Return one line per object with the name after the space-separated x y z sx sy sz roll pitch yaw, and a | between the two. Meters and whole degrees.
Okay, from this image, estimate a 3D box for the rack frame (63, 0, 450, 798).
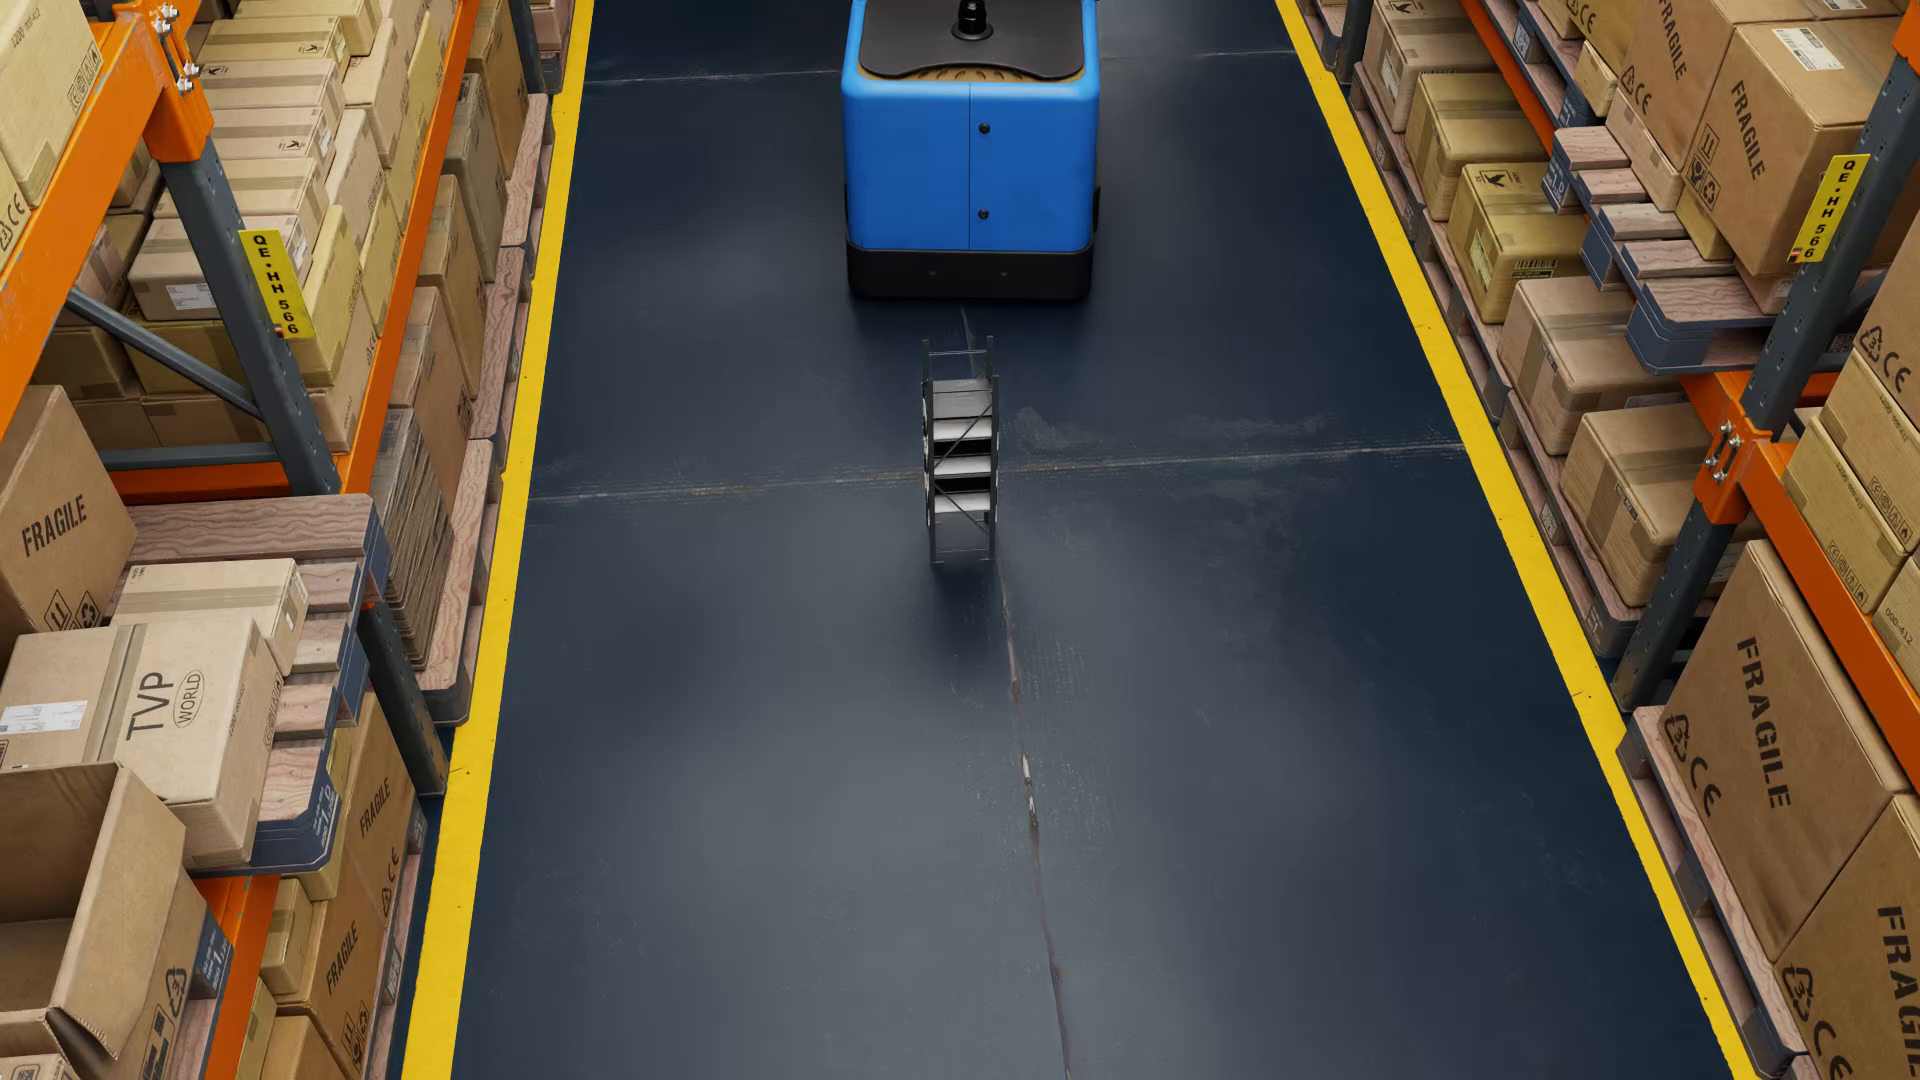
-2.192 -0.205 4.379 1.000 3.000 0.127 -3 47 -3 | rack frame

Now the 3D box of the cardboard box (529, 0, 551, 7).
-2.260 -2.839 8.133 0.500 0.250 0.500 -4 47 -3 | cardboard box

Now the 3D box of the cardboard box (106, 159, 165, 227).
-2.552 -1.004 4.894 0.500 0.250 0.500 -3 47 -3 | cardboard box

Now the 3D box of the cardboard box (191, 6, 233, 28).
-2.625 -1.731 5.582 0.500 0.250 0.500 -4 47 -4 | cardboard box

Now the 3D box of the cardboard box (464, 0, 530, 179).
-2.472 -2.050 7.472 0.875 0.625 0.625 -2 47 -2 | cardboard box

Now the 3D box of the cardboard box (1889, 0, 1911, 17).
2.896 -1.507 5.048 0.500 0.500 0.500 -1 47 -1 | cardboard box

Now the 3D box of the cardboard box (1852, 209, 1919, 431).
2.551 -0.516 3.915 0.500 0.500 0.500 -5 47 -5 | cardboard box

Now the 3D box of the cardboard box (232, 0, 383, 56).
-2.044 -1.645 5.226 0.380 0.149 0.250 -3 47 -2 | cardboard box

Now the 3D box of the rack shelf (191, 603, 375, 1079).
-2.025 1.489 3.269 1.077 0.370 4.000 -3 47 -3 | rack shelf

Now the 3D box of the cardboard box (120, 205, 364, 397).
-1.961 -0.663 4.571 0.500 0.250 0.500 -4 47 -3 | cardboard box

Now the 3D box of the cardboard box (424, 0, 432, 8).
-2.144 -2.138 5.968 0.500 0.250 0.500 -3 47 -3 | cardboard box

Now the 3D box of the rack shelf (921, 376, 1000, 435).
0.001 -0.466 5.746 0.258 0.077 0.200 -3 47 -3 | rack shelf

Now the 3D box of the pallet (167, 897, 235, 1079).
-2.025 1.267 3.116 1.003 0.211 1.213 -3 47 -3 | pallet

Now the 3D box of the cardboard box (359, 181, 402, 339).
-2.023 -0.854 5.096 0.500 0.250 0.500 -4 47 -4 | cardboard box

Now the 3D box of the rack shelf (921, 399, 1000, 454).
0.001 -0.404 5.811 0.258 0.077 0.200 -3 47 -3 | rack shelf

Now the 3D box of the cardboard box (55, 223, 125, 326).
-2.421 -0.686 4.318 0.380 0.149 0.250 -2 47 -2 | cardboard box

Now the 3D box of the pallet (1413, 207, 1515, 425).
2.591 -0.997 7.049 1.003 0.211 1.213 -3 47 -3 | pallet

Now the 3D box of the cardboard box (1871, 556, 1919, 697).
2.604 0.282 4.021 0.500 0.250 0.500 -5 47 -4 | cardboard box

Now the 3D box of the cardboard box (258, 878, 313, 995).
-1.867 1.017 4.206 0.380 0.149 0.250 -5 47 -5 | cardboard box

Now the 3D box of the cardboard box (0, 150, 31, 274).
-1.865 -0.465 2.662 0.500 0.250 0.500 -3 47 -3 | cardboard box

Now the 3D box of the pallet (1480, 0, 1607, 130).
2.547 -1.874 6.091 1.003 0.211 1.213 -3 47 -3 | pallet

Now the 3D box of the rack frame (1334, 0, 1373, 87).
2.419 -3.404 7.408 1.000 3.000 0.127 -3 47 -3 | rack frame

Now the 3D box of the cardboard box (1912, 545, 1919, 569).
2.592 0.126 3.824 0.500 0.250 0.500 -2 47 -2 | cardboard box

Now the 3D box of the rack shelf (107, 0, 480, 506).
-2.360 -1.405 6.010 1.077 0.370 4.000 -3 47 -3 | rack shelf

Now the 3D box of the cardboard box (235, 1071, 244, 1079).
-1.869 1.392 3.852 0.380 0.149 0.250 -4 47 -4 | cardboard box

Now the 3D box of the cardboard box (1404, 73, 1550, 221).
2.529 -1.745 7.358 0.950 0.372 0.625 -1 47 -1 | cardboard box

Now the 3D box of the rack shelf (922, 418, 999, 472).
0.001 -0.343 5.877 0.258 0.077 0.200 -3 47 -3 | rack shelf

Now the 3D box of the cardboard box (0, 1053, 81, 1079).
-1.784 1.204 2.686 0.700 0.500 0.500 -4 47 -3 | cardboard box

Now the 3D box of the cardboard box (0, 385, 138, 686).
-2.305 -0.002 3.828 0.500 0.500 0.500 -2 47 -1 | cardboard box

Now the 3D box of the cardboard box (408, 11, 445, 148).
-2.115 -1.602 5.804 0.500 0.250 0.500 -2 47 -2 | cardboard box

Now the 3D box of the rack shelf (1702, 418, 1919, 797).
2.921 1.185 3.558 1.077 0.370 4.000 -3 47 -3 | rack shelf

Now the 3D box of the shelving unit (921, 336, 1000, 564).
0.001 -0.304 5.918 0.258 0.900 0.210 -3 47 -3 | shelving unit

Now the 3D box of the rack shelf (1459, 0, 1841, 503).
2.586 -1.709 6.298 1.077 0.370 4.000 -3 47 -3 | rack shelf

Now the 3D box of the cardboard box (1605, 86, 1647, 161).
2.318 -1.342 5.339 0.380 0.149 0.250 -5 47 -5 | cardboard box

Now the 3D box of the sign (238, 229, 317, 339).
-1.652 -0.616 4.025 0.100 0.325 0.005 -3 47 -3 | sign

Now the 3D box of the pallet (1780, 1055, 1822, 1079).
2.843 1.905 4.301 1.003 0.211 1.213 -3 47 -3 | pallet

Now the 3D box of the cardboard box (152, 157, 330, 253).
-1.949 -0.904 4.525 0.380 0.149 0.250 -3 47 -2 | cardboard box

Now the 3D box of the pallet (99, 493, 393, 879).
-2.066 0.347 3.988 1.213 0.211 1.003 -3 47 -3 | pallet

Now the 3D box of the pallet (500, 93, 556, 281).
-2.427 -1.610 7.629 1.003 0.211 1.213 -3 47 -3 | pallet

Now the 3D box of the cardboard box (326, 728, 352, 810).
-1.899 0.629 4.574 0.380 0.149 0.250 -6 47 -5 | cardboard box

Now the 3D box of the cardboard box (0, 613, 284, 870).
-1.782 0.445 3.576 0.500 0.250 0.500 -5 47 -5 | cardboard box

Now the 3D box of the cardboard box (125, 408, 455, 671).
-2.231 0.015 5.516 0.875 0.625 0.625 -2 47 -2 | cardboard box

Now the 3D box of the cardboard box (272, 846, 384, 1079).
-1.911 1.165 4.513 0.500 0.500 0.500 -4 47 -4 | cardboard box

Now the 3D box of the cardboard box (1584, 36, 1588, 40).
2.386 -1.730 5.706 0.380 0.149 0.250 -3 47 -3 | cardboard box

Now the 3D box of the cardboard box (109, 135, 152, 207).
-2.516 -1.059 4.672 0.380 0.149 0.250 -4 47 -3 | cardboard box

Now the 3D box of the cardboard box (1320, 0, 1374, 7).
2.101 -3.014 8.643 0.500 0.250 0.500 -2 47 -1 | cardboard box

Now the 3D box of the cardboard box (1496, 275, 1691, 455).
2.646 -0.693 6.361 0.950 0.372 0.625 -4 47 -4 | cardboard box

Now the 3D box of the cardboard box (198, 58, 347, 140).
-2.031 -1.277 4.878 0.380 0.149 0.250 -3 47 -3 | cardboard box

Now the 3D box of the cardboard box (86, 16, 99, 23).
-2.654 -1.602 5.186 0.380 0.149 0.250 -4 47 -4 | cardboard box

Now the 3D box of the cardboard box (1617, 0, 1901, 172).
2.384 -1.476 5.019 0.500 0.500 0.500 -4 47 -4 | cardboard box

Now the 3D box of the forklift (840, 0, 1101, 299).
0.080 -3.097 7.164 1.130 2.935 3.031 1 47 1 | forklift

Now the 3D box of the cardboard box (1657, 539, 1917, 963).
2.729 0.581 4.808 0.875 0.875 0.875 -4 47 -4 | cardboard box

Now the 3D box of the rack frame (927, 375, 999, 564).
0.009 -0.230 5.848 0.240 0.900 0.006 -3 47 -3 | rack frame

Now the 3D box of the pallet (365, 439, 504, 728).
-2.222 0.155 5.957 1.003 0.211 1.213 -3 47 -3 | pallet

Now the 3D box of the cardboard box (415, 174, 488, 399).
-2.350 -0.945 6.425 0.875 0.625 0.625 -5 47 -5 | cardboard box

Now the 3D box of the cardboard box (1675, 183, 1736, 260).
2.397 -0.980 4.996 0.380 0.149 0.250 -3 47 -3 | cardboard box

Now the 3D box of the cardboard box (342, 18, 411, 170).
-2.053 -1.404 5.272 0.500 0.250 0.500 -5 47 -4 | cardboard box
